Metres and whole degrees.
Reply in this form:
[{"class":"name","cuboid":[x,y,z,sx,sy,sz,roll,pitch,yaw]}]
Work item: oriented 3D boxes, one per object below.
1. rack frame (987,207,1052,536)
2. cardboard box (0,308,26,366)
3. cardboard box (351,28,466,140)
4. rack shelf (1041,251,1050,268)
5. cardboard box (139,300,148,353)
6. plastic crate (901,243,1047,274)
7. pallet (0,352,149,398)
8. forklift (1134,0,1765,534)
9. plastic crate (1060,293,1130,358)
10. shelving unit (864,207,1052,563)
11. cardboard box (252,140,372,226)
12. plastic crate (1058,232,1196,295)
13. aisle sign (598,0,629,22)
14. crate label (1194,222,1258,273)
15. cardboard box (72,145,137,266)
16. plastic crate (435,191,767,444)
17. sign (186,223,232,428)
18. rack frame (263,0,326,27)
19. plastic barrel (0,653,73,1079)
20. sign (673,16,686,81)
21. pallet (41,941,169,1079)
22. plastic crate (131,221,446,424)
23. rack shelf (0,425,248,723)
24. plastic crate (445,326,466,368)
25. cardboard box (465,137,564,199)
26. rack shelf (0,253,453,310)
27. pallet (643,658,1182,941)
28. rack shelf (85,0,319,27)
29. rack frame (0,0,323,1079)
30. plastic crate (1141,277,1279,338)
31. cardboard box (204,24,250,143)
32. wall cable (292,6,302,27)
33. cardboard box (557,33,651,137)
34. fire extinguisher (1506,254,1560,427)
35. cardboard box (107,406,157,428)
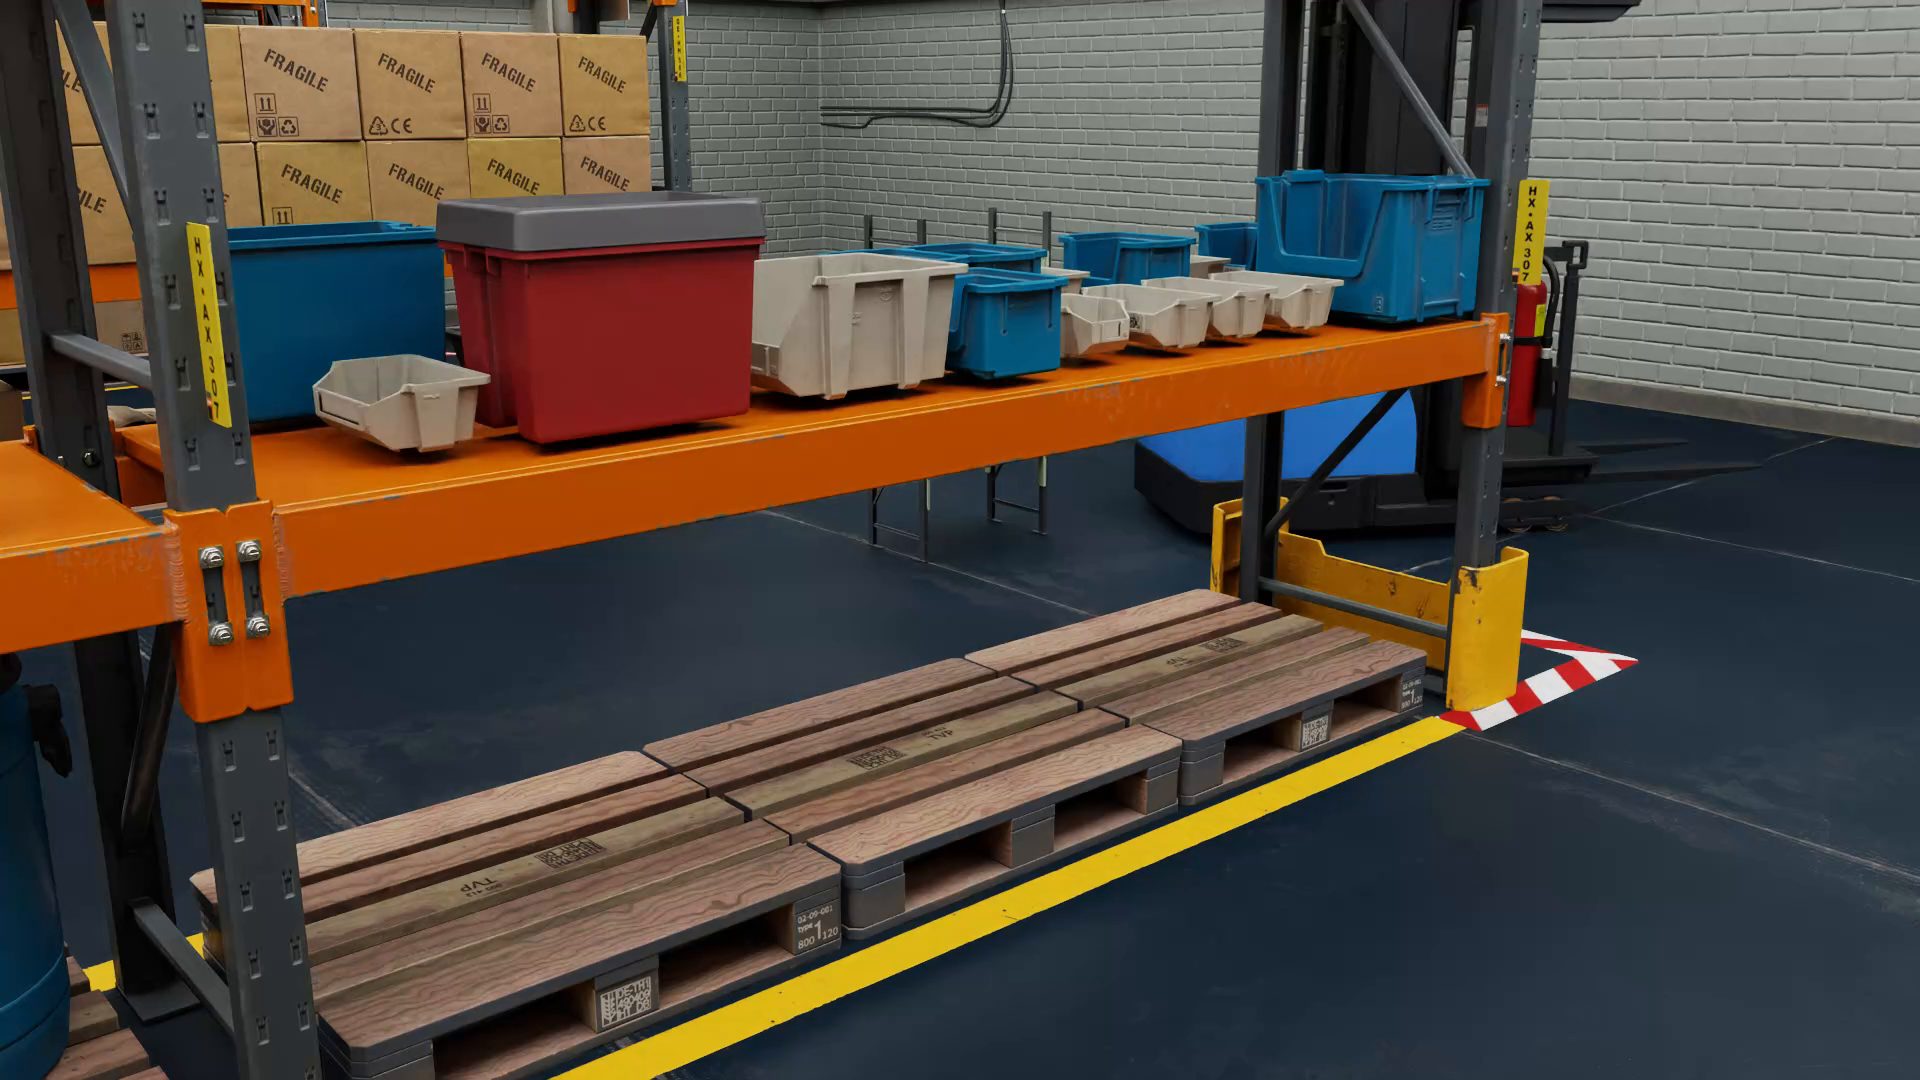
[{"class":"rack frame","cuboid":[0.271,-0.785,7.784,0.023,1.500,0.400,-13,19,-39]},{"class":"cardboard box","cuboid":[-6.685,-1.525,11.675,0.500,0.500,0.700,-12,19,-38]},{"class":"cardboard box","cuboid":[-2.738,-2.193,8.018,0.500,0.500,0.500,-12,19,-38]},{"class":"rack shelf","cuboid":[-0.005,-1.100,7.451,0.720,0.370,0.431,-13,19,-39]},{"class":"cardboard box","cuboid":[-5.909,-1.702,12.338,0.500,0.500,0.700,-13,20,-40]},{"class":"plastic crate","cuboid":[0.039,-0.748,4.945,0.300,0.233,0.416,-13,19,-39]},{"class":"pallet","cuboid":[-6.541,-1.226,11.930,1.213,0.211,1.003,-13,19,-39]},{"class":"forklift","cuboid":[2.454,-1.579,7.980,3.031,2.935,1.130,-3,15,-11]},{"class":"plastic crate","cuboid":[0.305,-0.577,4.491,0.250,0.136,0.298,-13,19,-39]},{"class":"shelving unit","cuboid":[-0.005,-0.723,7.552,0.755,1.500,0.431,-13,19,-39]},{"class":"cardboard box","cuboid":[-3.123,-1.628,7.837,0.500,0.500,0.500,-13,20,-40]},{"class":"plastic crate","cuboid":[0.535,-0.859,5.363,0.300,0.233,0.416,-13,19,-39]},{"class":"aisle sign","cuboid":[-1.956,-3.290,9.218,0.004,0.787,0.394,-13,19,-39]},{"class":"crate label","cuboid":[1.032,-0.971,5.780,0.303,0.233,0.416,-13,19,-39]},{"class":"cardboard box","cuboid":[-3.884,-1.457,7.198,0.500,0.500,0.500,-12,19,-38]},{"class":"plastic crate","cuboid":[-0.745,-0.485,3.514,0.583,0.464,0.402,-13,19,-39]},{"class":"sign","cuboid":[-1.223,-0.349,2.709,0.005,0.325,0.100,-13,19,-39]},{"class":"rack frame","cuboid":[-5.069,-2.929,12.904,0.127,3.000,1.000,-13,19,-39]},{"class":"plastic barrel","cuboid":[-2.005,0.577,3.030,0.708,0.901,0.600,-13,19,-39]},{"class":"sign","cuboid":[-1.465,-2.566,8.688,0.005,0.325,0.100,-13,19,-39]},{"class":"pallet","cuboid":[-2.192,1.147,3.047,1.213,0.211,1.003,-13,19,-39]},{"class":"plastic crate","cuboid":[-1.455,-0.490,3.685,0.575,0.384,0.392,-13,19,-39]},{"class":"rack shelf","cuboid":[-3.092,0.363,1.971,4.000,0.370,1.077,-13,19,-39]},{"class":"plastic crate","cuboid":[-0.915,-0.461,4.080,0.590,0.125,0.437,-13,19,-39]},{"class":"cardboard box","cuboid":[-2.363,-1.796,8.469,0.500,0.500,0.500,-12,19,-39]},{"class":"rack shelf","cuboid":[-3.323,-1.279,8.120,4.000,0.370,1.077,-13,19,-39]},{"class":"pallet","cuboid":[-0.133,0.684,4.779,1.213,0.211,1.003,-13,19,-39]},{"class":"rack shelf","cuboid":[-6.578,-3.692,11.341,4.000,0.370,1.077,-13,19,-39]},{"class":"rack frame","cuboid":[-1.583,-0.323,3.146,0.127,3.000,1.000,-13,19,-39]},{"class":"plastic crate","cuboid":[0.710,-0.682,4.887,0.243,0.136,0.396,-13,19,-39]},{"class":"cardboard box","cuboid":[-3.515,-2.019,7.364,0.500,0.500,0.500,-13,20,-41]},{"class":"wall cable","cuboid":[-4.724,-3.821,14.274,1.851,1.984,0.084,-13,19,-39]},{"class":"cardboard box","cuboid":[-1.970,-2.368,8.671,0.500,0.500,0.500,-13,20,-40]},{"class":"fire extinguisher","cuboid":[1.847,-0.720,5.506,0.183,0.674,0.296,-13,19,-39]},{"class":"cardboard box","cuboid":[-4.022,-0.480,8.093,0.500,0.311,0.500,-13,19,-39]}]
